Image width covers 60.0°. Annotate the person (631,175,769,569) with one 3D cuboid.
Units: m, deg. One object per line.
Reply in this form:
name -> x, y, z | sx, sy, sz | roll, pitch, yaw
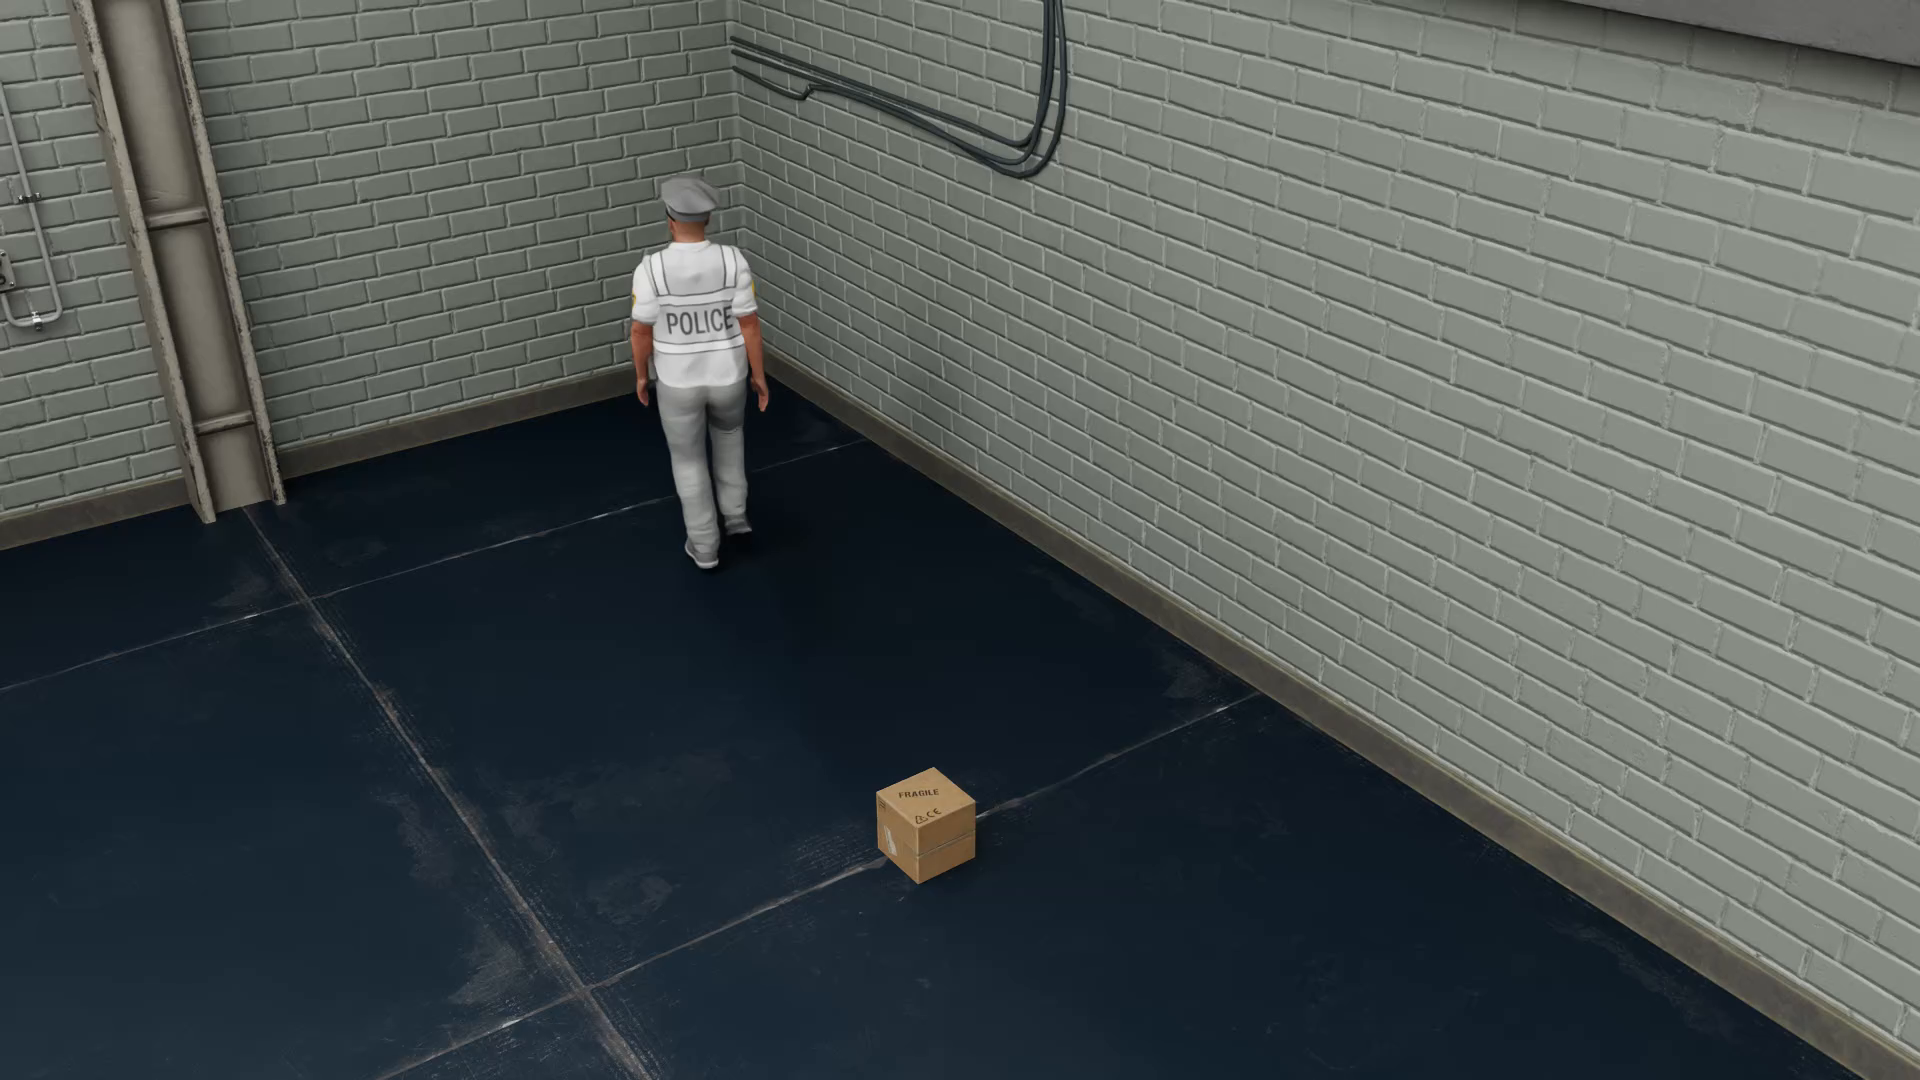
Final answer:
person -> -1.167, -0.714, 7.451 | 0.574, 1.848, 0.508 | -11, 30, -19
